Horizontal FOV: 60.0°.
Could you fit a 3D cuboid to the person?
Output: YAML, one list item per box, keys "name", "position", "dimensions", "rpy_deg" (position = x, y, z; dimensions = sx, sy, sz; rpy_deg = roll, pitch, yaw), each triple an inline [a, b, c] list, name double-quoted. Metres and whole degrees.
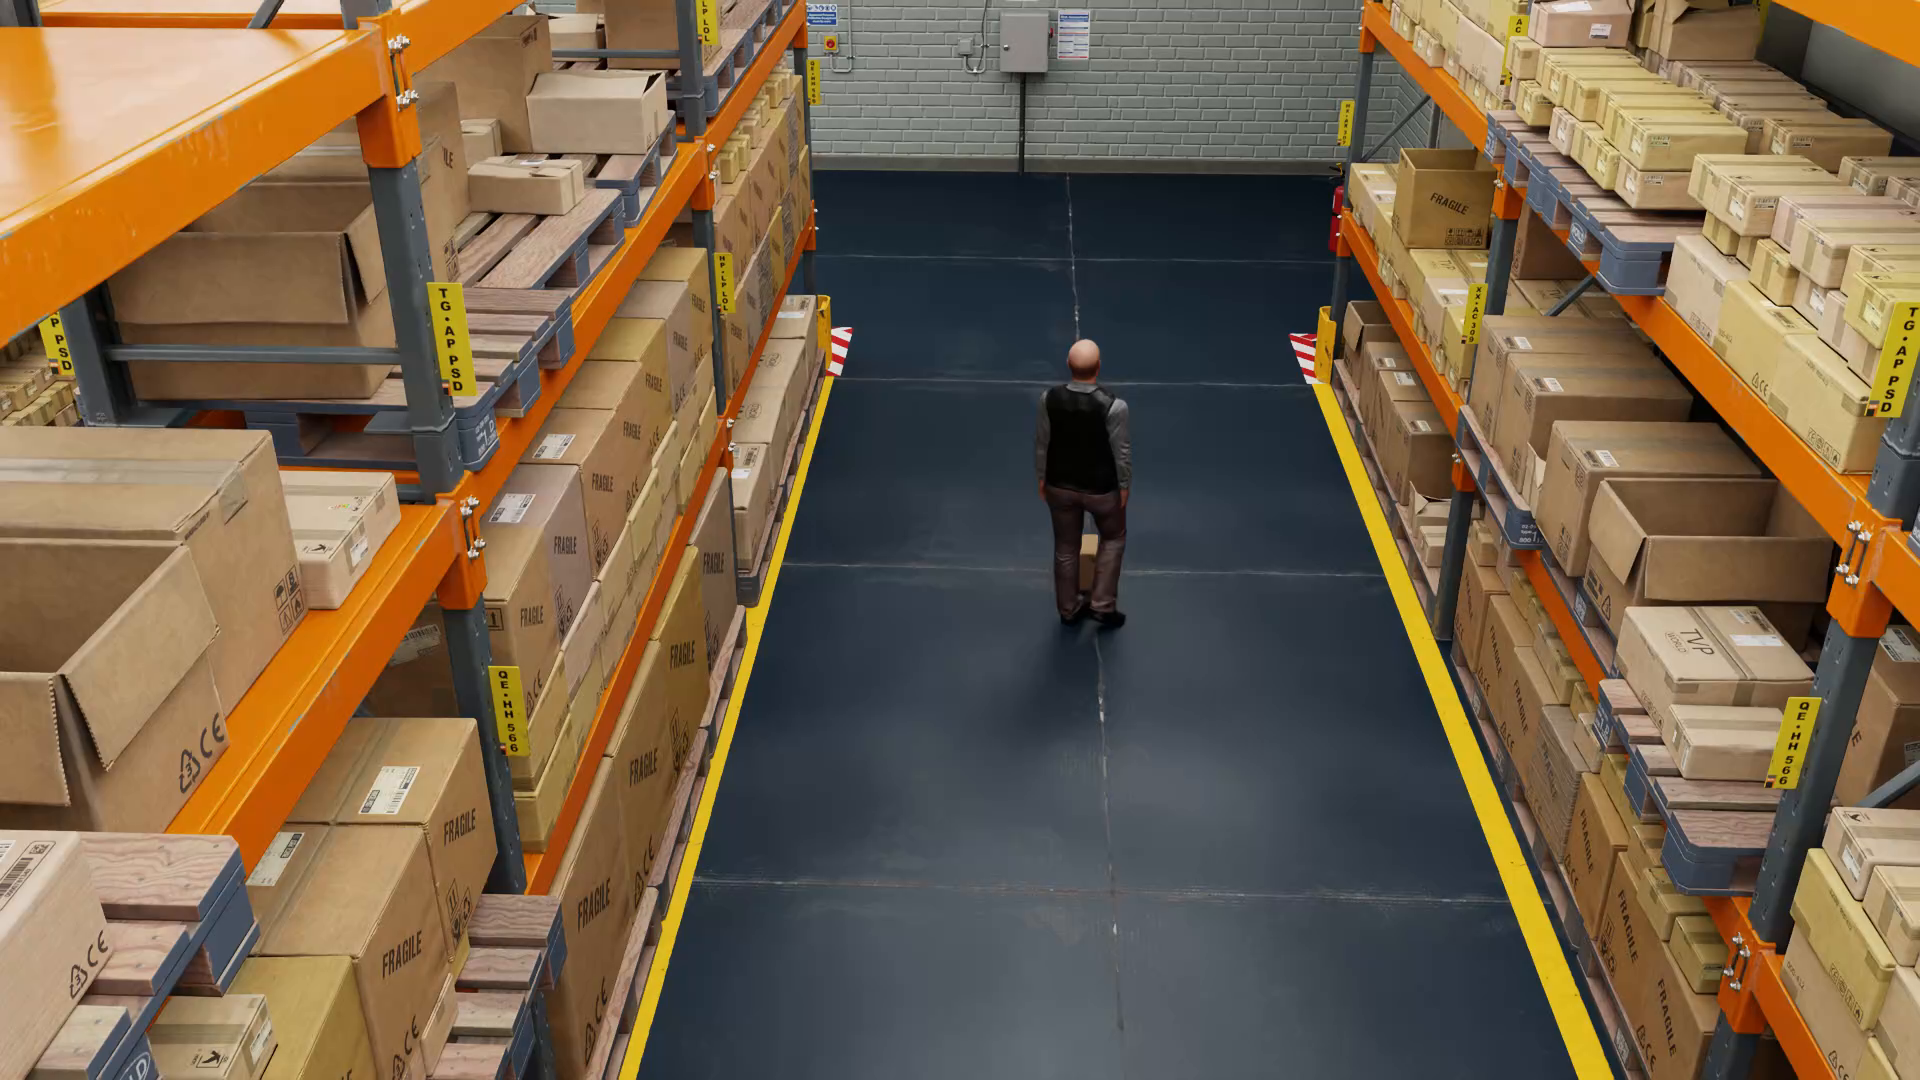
- name: "person"
  position: [0.689, -0.300, 9.230]
  dimensions: [0.545, 1.750, 0.394]
  rpy_deg: [9, 29, 17]
